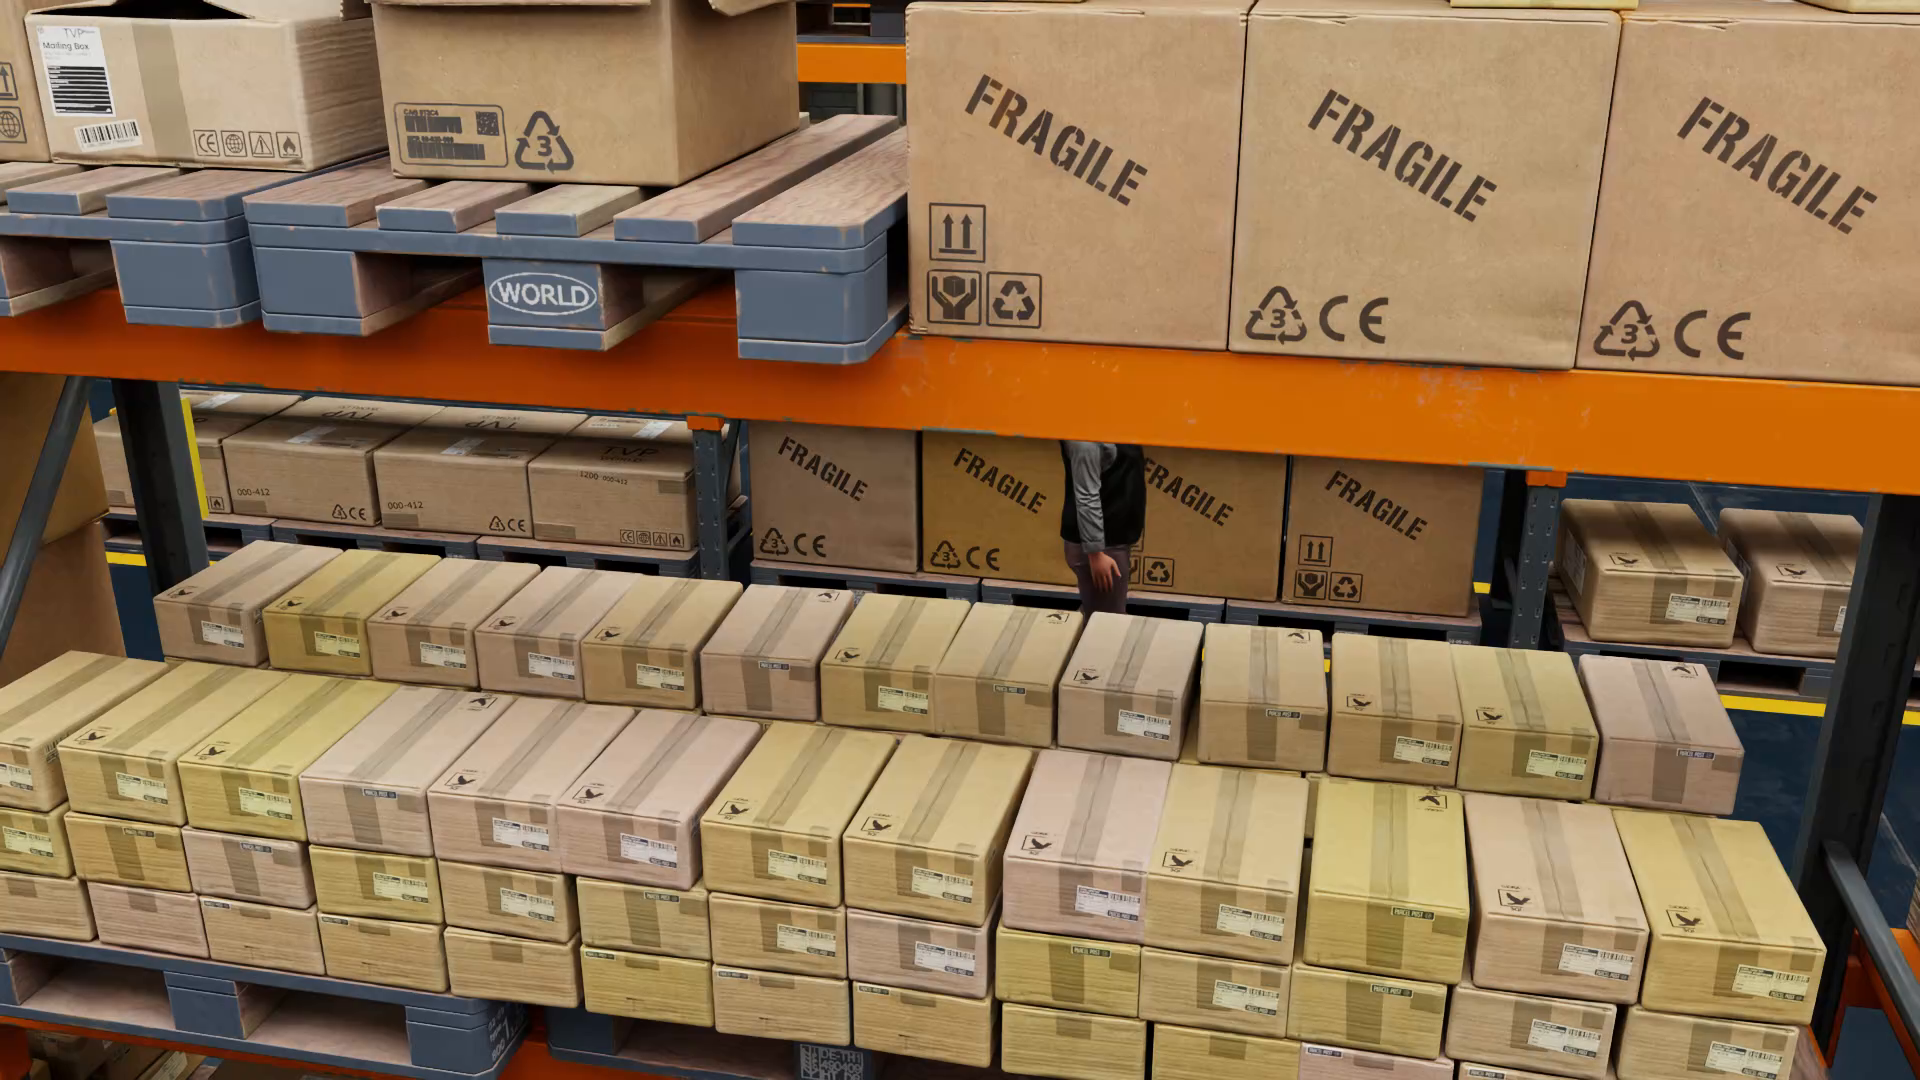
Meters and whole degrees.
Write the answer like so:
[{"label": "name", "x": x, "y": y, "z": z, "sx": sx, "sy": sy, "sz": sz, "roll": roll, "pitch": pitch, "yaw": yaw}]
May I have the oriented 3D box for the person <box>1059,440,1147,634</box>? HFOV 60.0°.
[{"label": "person", "x": 0.616, "y": 0.004, "z": 7.101, "sx": 0.554, "sy": 1.722, "sz": 0.556, "roll": 4, "pitch": 22, "yaw": 11}]
